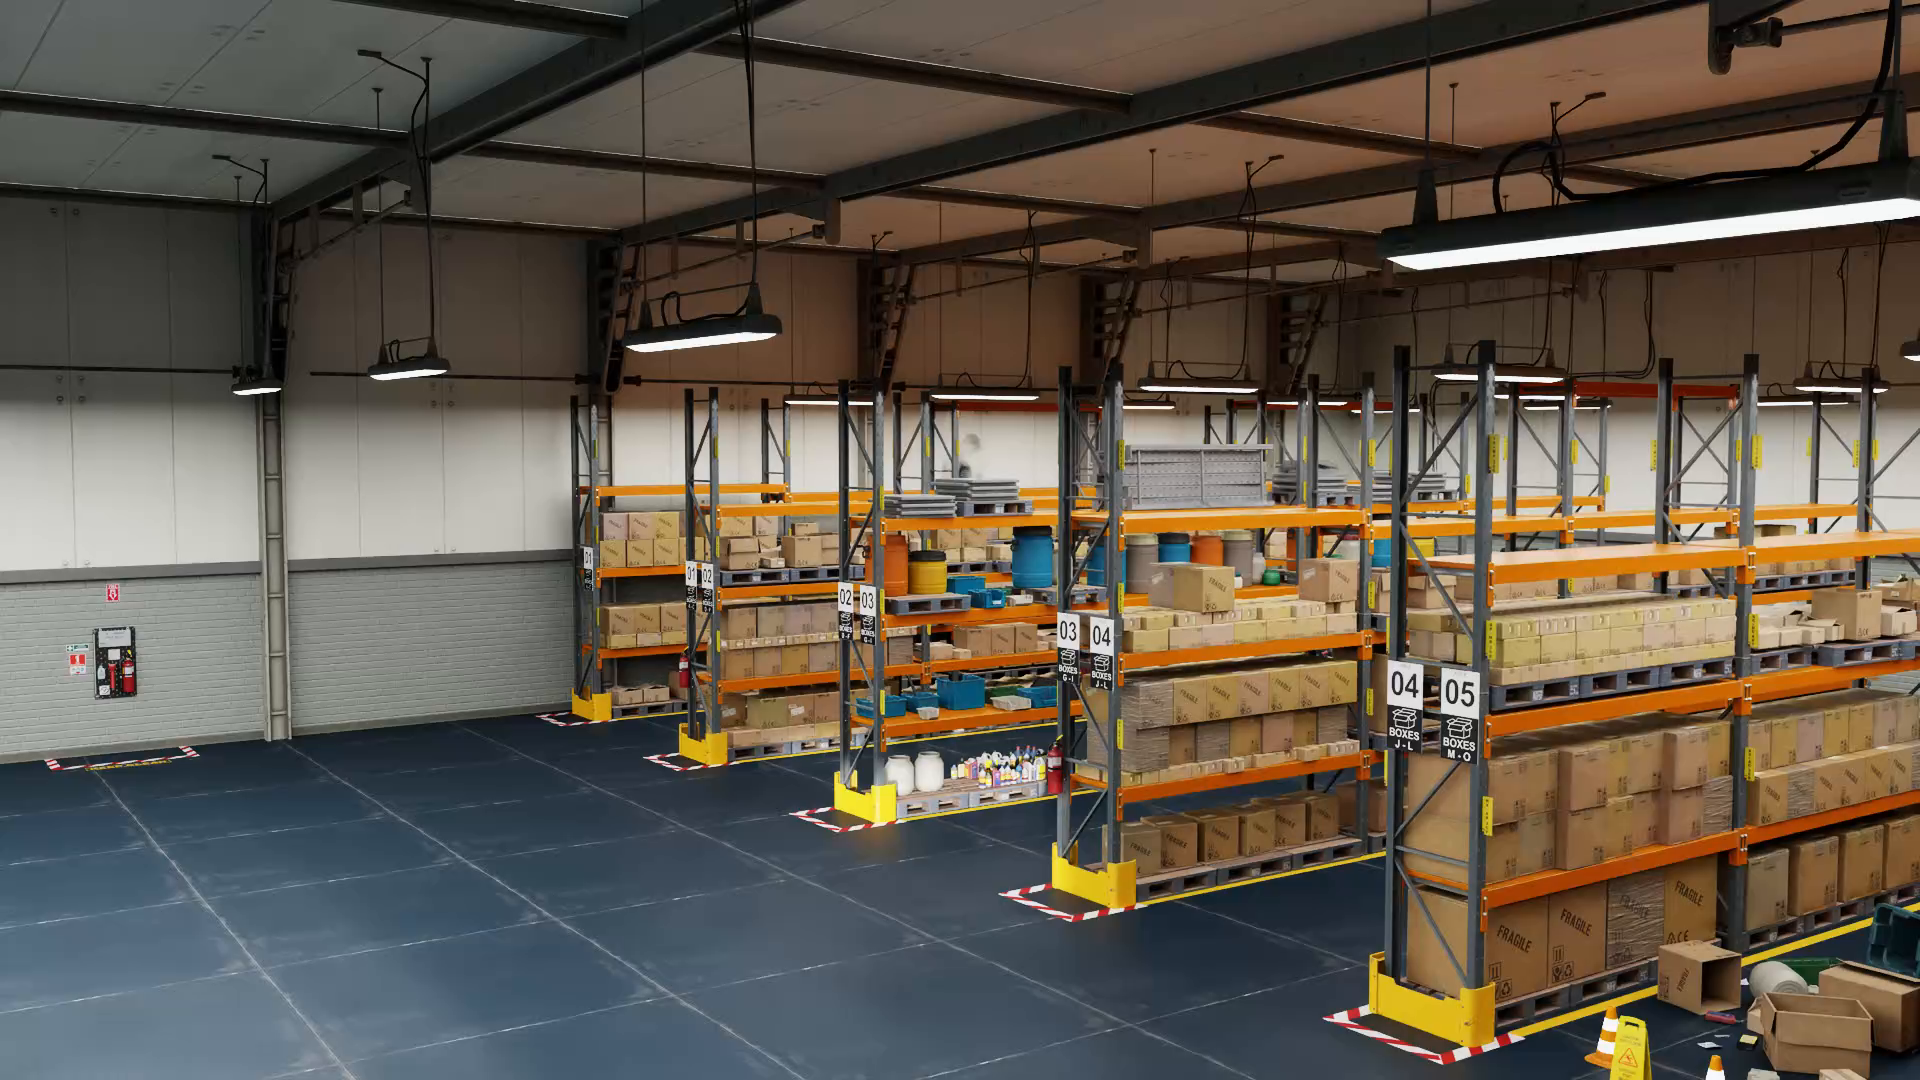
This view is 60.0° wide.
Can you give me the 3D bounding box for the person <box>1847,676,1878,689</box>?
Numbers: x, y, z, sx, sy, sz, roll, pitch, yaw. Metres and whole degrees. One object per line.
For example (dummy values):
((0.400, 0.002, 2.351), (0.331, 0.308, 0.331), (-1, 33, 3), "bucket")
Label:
((15.652, 2.615, 28.993), (0.620, 1.603, 0.843), (-1, 4, -19), "person")
